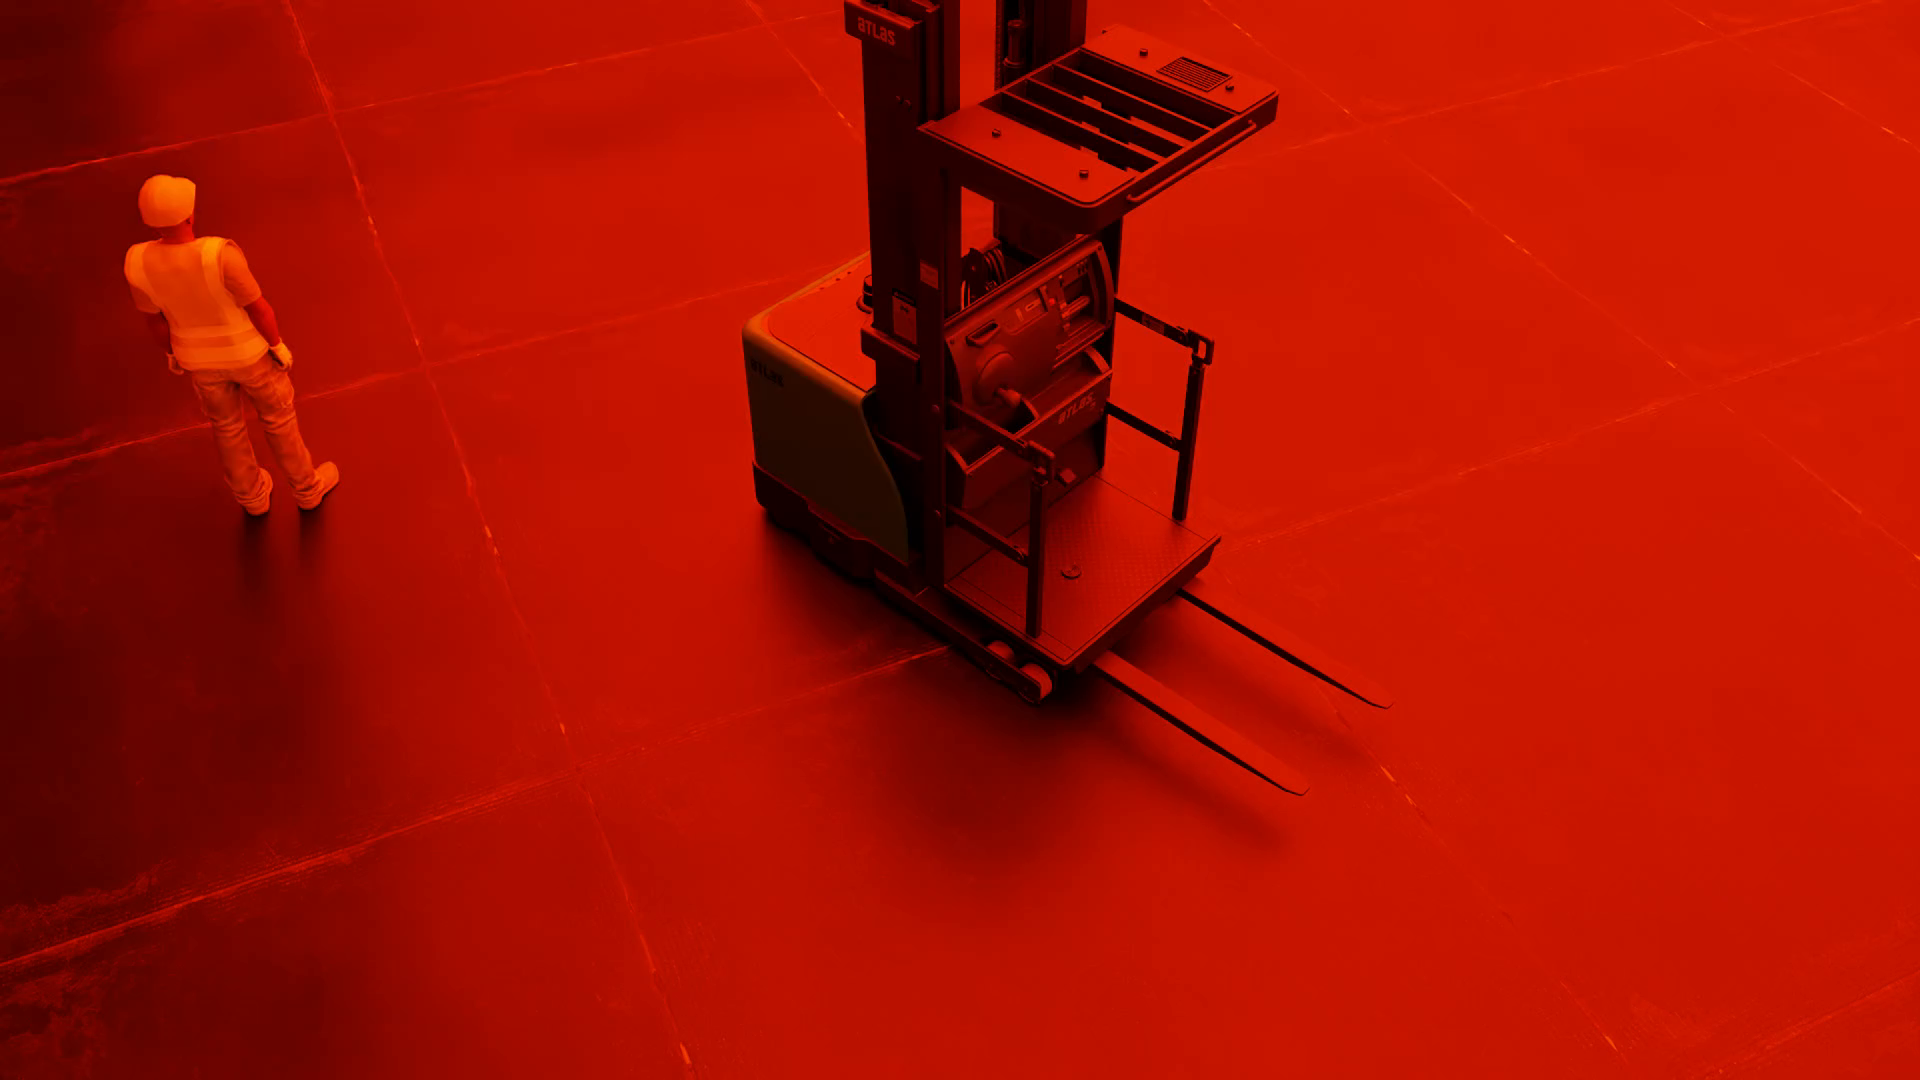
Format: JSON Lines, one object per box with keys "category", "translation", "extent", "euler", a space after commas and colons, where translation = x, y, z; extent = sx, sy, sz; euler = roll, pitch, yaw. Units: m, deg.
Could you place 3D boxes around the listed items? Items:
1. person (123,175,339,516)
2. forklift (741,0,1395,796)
{"category": "person", "translation": [-3.277, -0.857, 7.439], "extent": [0.542, 1.789, 0.387], "euler": [-3, 43, -3]}
{"category": "forklift", "translation": [0.445, -0.788, 6.525], "extent": [3.031, 2.935, 1.130], "euler": [32, 52, 30]}
